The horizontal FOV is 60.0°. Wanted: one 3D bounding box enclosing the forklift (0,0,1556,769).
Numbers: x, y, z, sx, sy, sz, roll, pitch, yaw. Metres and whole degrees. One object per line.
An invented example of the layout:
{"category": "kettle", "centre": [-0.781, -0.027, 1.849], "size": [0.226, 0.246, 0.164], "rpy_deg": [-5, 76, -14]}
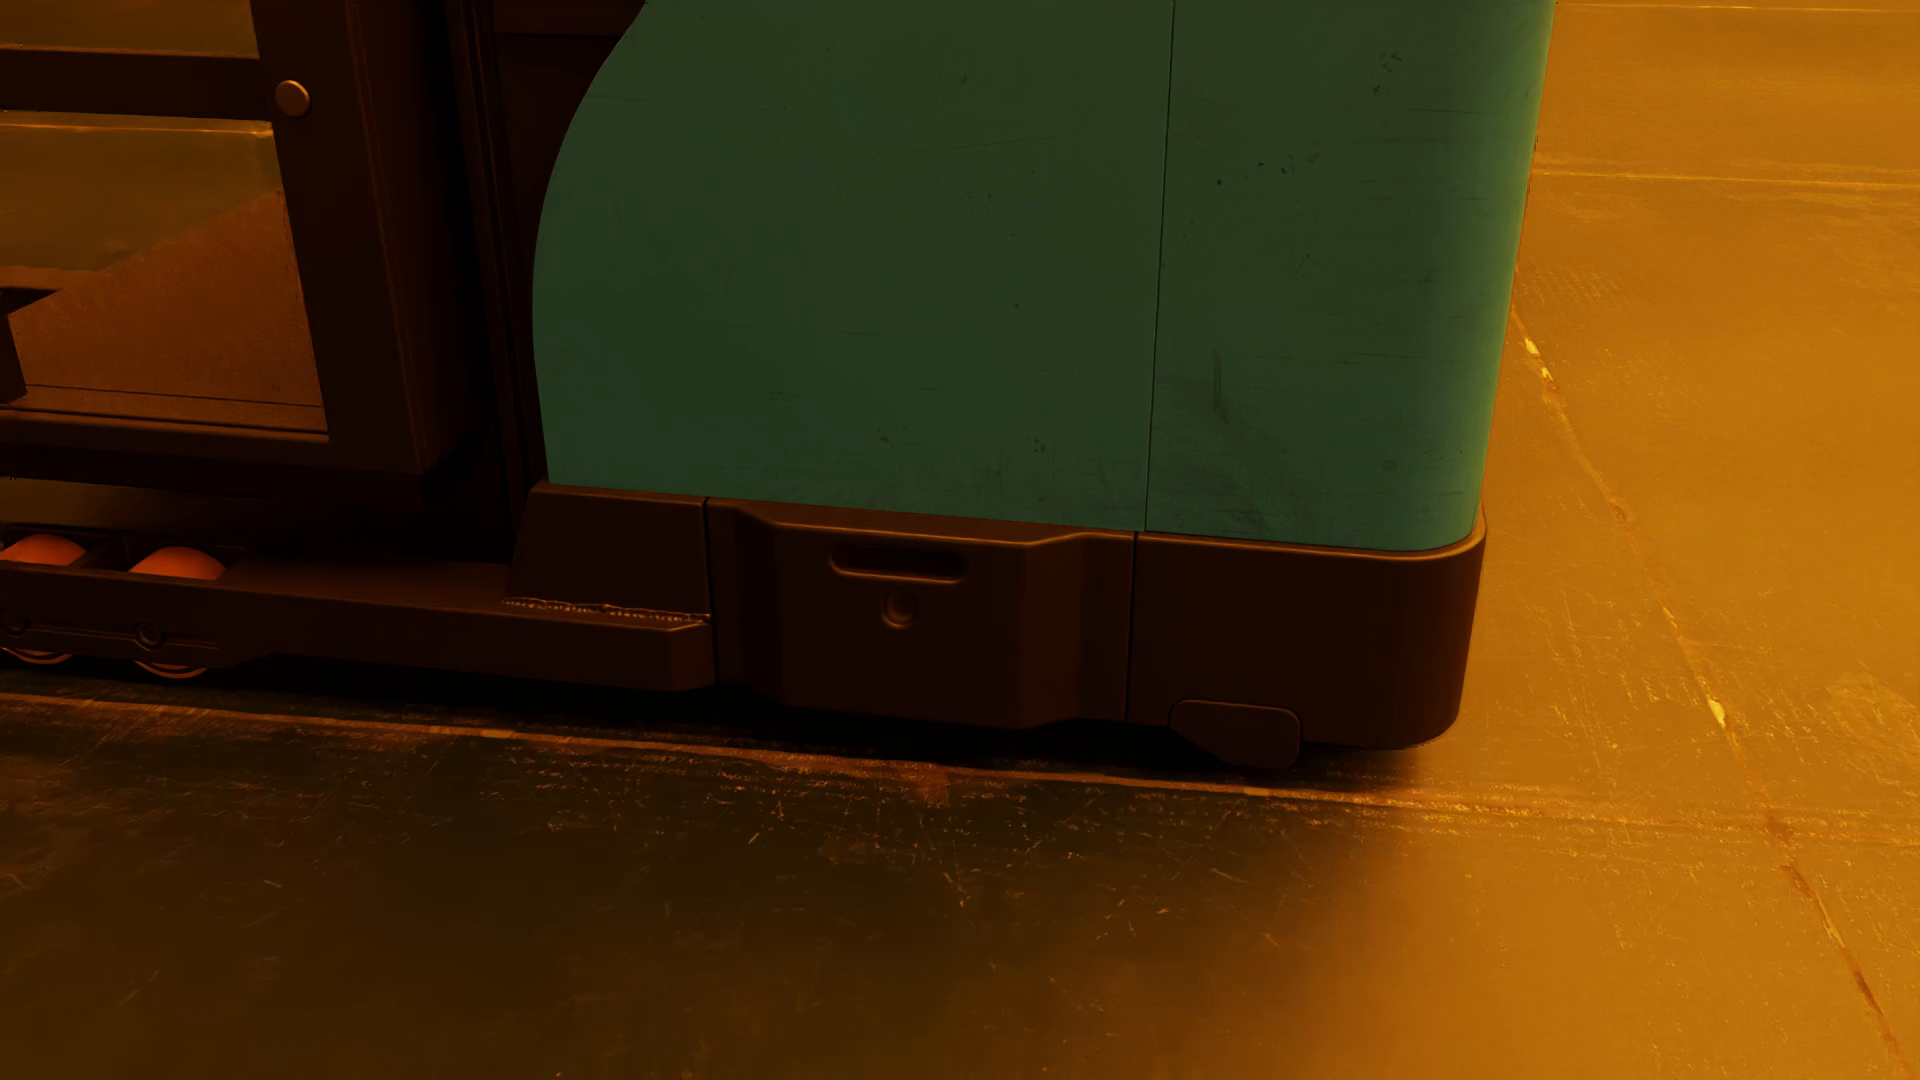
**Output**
{"category": "forklift", "centre": [-0.830, -1.359, 1.941], "size": [3.031, 2.935, 1.130], "rpy_deg": [5, 27, 9]}
